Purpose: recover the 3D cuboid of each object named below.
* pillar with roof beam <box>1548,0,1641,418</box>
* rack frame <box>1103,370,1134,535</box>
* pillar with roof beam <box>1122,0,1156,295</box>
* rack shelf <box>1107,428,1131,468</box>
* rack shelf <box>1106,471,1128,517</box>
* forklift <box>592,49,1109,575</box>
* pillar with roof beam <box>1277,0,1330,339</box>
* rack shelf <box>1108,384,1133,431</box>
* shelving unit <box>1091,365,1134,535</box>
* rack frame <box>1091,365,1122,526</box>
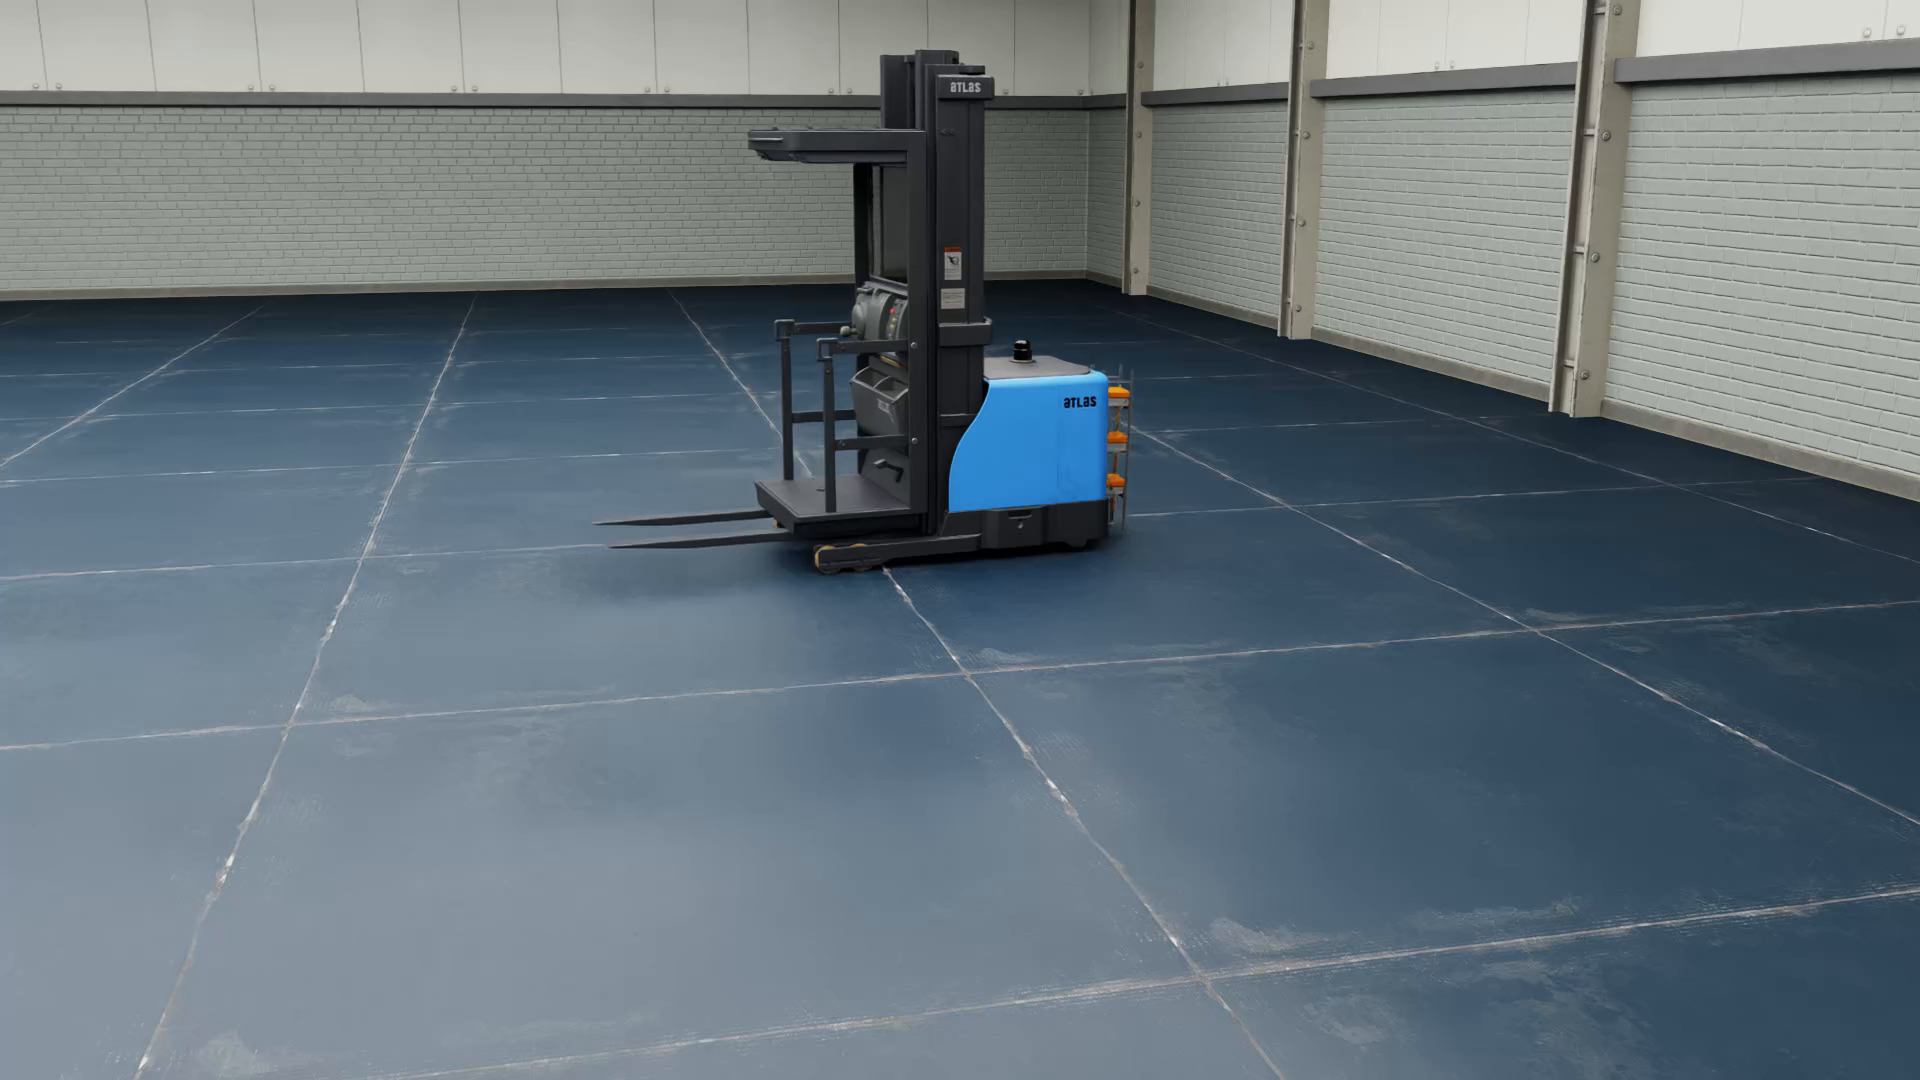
[{"bbox_3d":[1.420,-5.285,13.098,9.100,9.000,0.400,-3,14,-13],"label":"pillar with roof beam"},{"bbox_3d":[0.963,-0.542,10.418,0.200,1.050,0.008,-1,14,-12],"label":"rack frame"},{"bbox_3d":[-1.398,-8.053,24.429,9.100,9.000,0.400,-3,14,-13],"label":"pillar with roof beam"},{"bbox_3d":[0.938,-0.560,10.536,0.215,0.259,0.240,-1,14,-12],"label":"rack shelf"},{"bbox_3d":[0.928,-0.290,10.600,0.215,0.259,0.240,-1,14,-12],"label":"rack shelf"},{"bbox_3d":[-0.663,-1.365,9.838,3.031,2.935,1.130,-5,15,-19],"label":"forklift"},{"bbox_3d":[0.011,-6.669,18.764,9.100,9.000,0.400,-3,14,-13],"label":"pillar with roof beam"},{"bbox_3d":[0.947,-0.836,10.471,0.215,0.259,0.240,-1,14,-12],"label":"rack shelf"},{"bbox_3d":[0.938,-0.570,10.534,0.215,1.050,0.252,-1,14,-12],"label":"shelving unit"},{"bbox_3d":[0.914,-0.599,10.650,0.200,1.050,0.008,-1,14,-12],"label":"rack frame"}]
